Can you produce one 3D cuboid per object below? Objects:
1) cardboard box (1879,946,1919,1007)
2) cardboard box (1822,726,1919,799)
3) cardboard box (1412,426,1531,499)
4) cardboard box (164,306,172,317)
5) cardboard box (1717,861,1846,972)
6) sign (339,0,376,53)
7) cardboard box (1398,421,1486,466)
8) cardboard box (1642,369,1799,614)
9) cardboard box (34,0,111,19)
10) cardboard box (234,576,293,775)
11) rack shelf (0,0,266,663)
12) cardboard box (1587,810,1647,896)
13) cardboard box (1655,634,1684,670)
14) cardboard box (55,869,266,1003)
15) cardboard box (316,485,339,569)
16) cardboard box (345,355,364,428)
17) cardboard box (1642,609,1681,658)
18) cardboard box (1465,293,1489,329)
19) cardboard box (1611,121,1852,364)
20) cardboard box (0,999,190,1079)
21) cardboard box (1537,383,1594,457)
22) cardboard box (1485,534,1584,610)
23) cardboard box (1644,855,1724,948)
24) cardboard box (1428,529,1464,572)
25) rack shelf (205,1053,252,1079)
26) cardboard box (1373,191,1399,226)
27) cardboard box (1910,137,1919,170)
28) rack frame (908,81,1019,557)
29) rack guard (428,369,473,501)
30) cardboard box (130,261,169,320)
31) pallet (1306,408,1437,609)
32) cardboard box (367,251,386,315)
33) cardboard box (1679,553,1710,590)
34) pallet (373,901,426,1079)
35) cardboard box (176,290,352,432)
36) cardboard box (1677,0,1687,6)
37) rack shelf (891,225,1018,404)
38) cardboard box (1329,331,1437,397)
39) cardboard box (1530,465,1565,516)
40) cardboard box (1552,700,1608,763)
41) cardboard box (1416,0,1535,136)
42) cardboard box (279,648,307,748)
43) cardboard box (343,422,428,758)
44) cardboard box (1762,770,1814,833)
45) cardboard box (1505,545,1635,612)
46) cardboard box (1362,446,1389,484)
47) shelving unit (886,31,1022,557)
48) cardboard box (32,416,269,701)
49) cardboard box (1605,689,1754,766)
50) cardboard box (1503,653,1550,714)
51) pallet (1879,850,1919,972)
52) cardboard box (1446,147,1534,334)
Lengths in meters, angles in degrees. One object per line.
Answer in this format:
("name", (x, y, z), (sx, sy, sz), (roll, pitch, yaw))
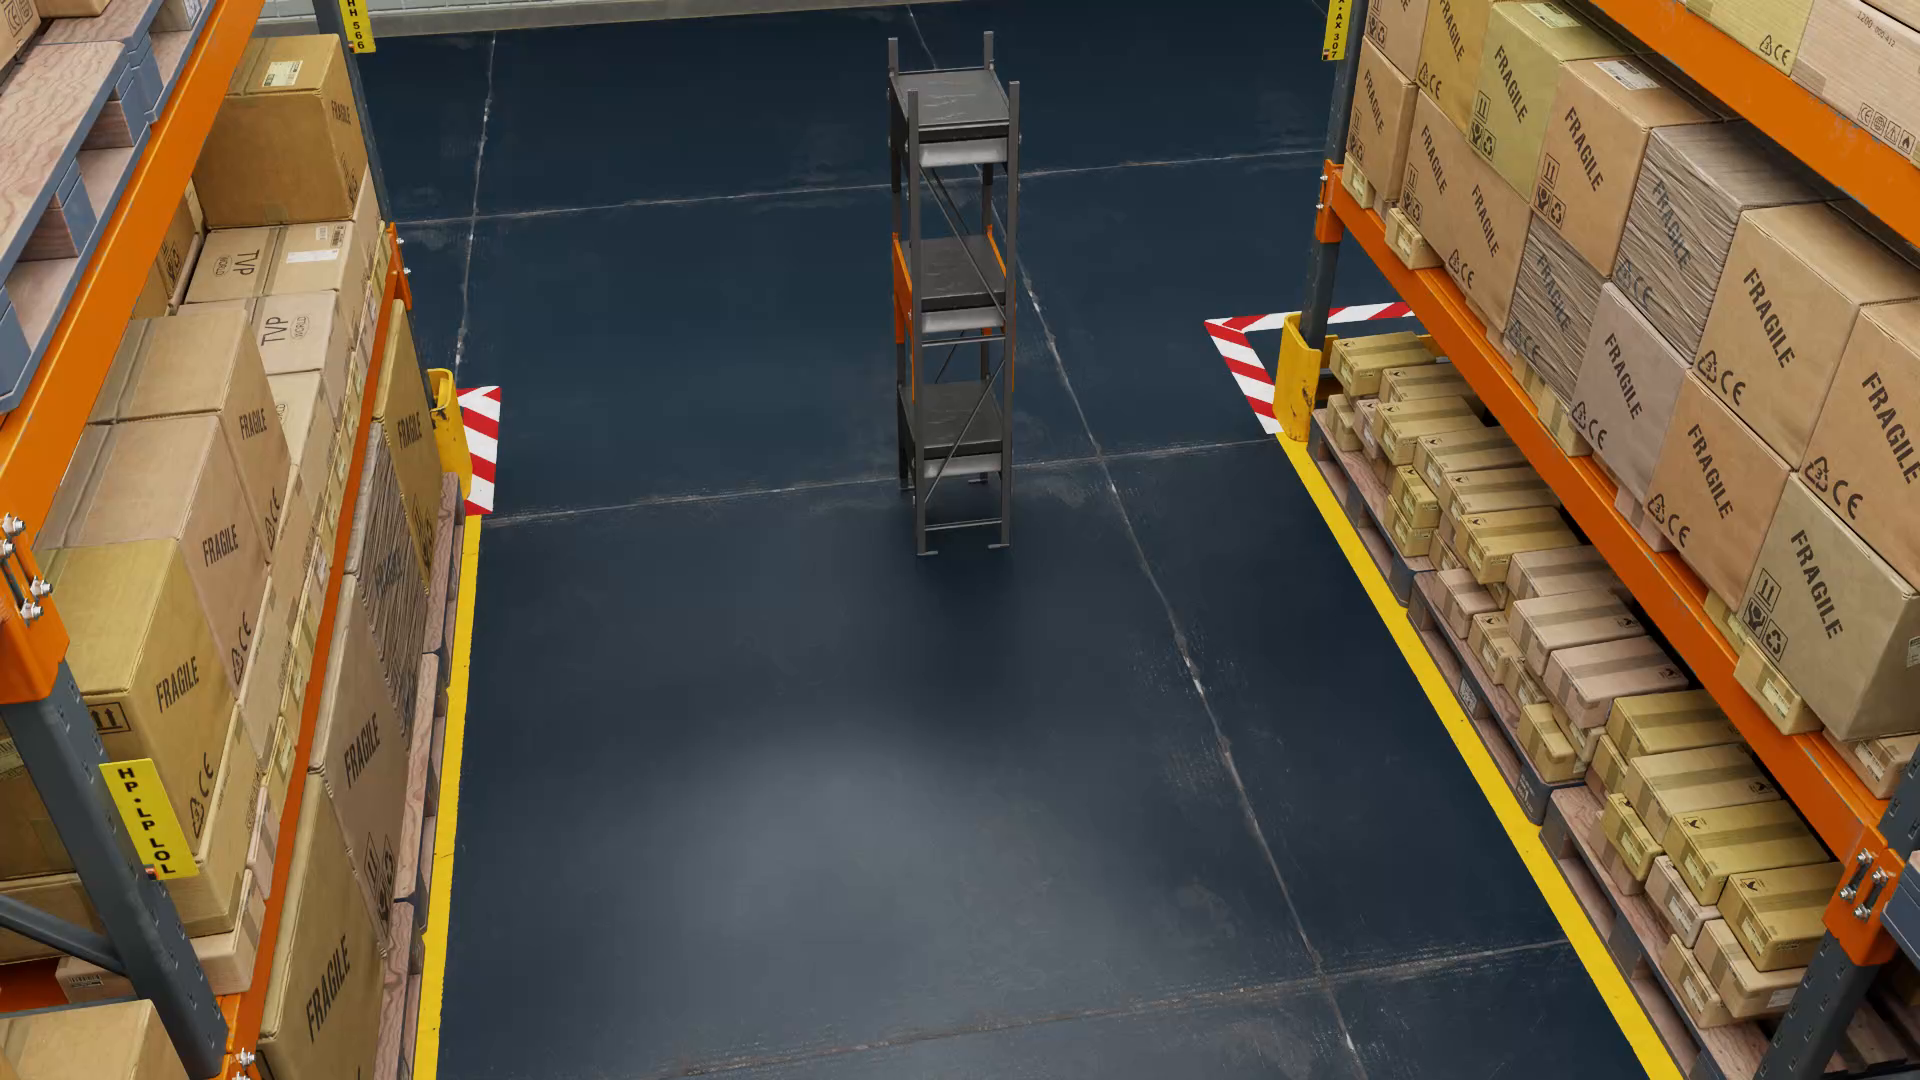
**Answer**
("cardboard box", (3.049, 1.269, 5.153), (0.380, 0.149, 0.250), (-8, 39, -10))
("cardboard box", (2.516, 0.516, 4.346), (0.380, 0.149, 0.250), (-7, 38, -8))
("cardboard box", (2.062, -0.314, 6.705), (0.380, 0.149, 0.250), (-8, 39, -10))
("cardboard box", (-2.805, -0.502, 5.331), (0.500, 0.250, 0.500), (-7, 38, -9))
("cardboard box", (2.478, 1.102, 4.883), (0.380, 0.149, 0.250), (-5, 38, -7))
("sign", (-2.269, -1.981, 6.218), (0.100, 0.325, 0.005), (-6, 38, -8))
("cardboard box", (2.057, -0.356, 7.002), (0.380, 0.149, 0.250), (-6, 38, -7))
("cardboard box", (2.343, -0.169, 4.698), (0.500, 0.500, 0.500), (-7, 38, -9))
("cardboard box", (-2.343, -1.516, 3.806), (0.700, 0.500, 0.500), (-5, 38, -6))
("cardboard box", (-2.011, 0.365, 4.215), (0.500, 0.250, 0.500), (-6, 38, -8))
("rack shelf", (-2.455, -1.072, 4.327), (1.077, 0.370, 4.000), (-6, 38, -8))
("cardboard box", (2.319, 1.005, 5.493), (0.380, 0.149, 0.250), (-7, 38, -9))
("cardboard box", (2.785, 0.375, 6.061), (0.380, 0.149, 0.250), (-7, 38, -8))
("cardboard box", (-1.829, 0.921, 3.824), (0.380, 0.149, 0.250), (-6, 38, -8))
("cardboard box", (-2.104, -0.020, 5.036), (0.380, 0.149, 0.250), (-7, 38, -9))
("cardboard box", (-2.239, -0.484, 5.633), (0.380, 0.149, 0.250), (-7, 38, -9))
("cardboard box", (2.696, 0.265, 5.961), (0.380, 0.149, 0.250), (-8, 39, -10))
("cardboard box", (2.113, -0.896, 6.164), (0.380, 0.149, 0.250), (-7, 38, -8))
("cardboard box", (2.276, -0.865, 4.780), (0.500, 0.500, 0.500), (-5, 38, -7))
("cardboard box", (-1.754, 1.250, 3.115), (0.500, 0.500, 0.500), (-6, 38, -8))
("cardboard box", (2.171, -0.421, 5.552), (0.380, 0.149, 0.250), (-6, 38, -7))
("cardboard box", (2.223, 0.120, 6.389), (0.380, 0.149, 0.250), (-4, 38, -6))
("cardboard box", (2.368, 1.088, 5.143), (0.380, 0.149, 0.250), (-8, 39, -10))
("cardboard box", (2.124, 0.067, 6.700), (0.380, 0.149, 0.250), (-6, 38, -8))
("rack shelf", (-1.754, 2.528, 2.137), (1.077, 0.370, 4.000), (-6, 38, -8))
("cardboard box", (1.914, -1.373, 6.777), (0.380, 0.149, 0.250), (-5, 38, -6))
("cardboard box", (2.444, -0.829, 3.549), (0.500, 0.250, 0.500), (-5, 38, -7))
("rack frame", (0.014, -0.782, 6.545), (0.400, 2.100, 0.015), (-6, 38, -8))
("rack guard", (-2.810, -0.407, 7.367), (1.175, 0.500, 0.348), (-6, 38, -8))
("cardboard box", (-2.803, -0.801, 5.105), (0.500, 0.500, 0.500), (-7, 38, -9))
("pallet", (2.216, -0.211, 7.349), (1.003, 0.211, 1.213), (-6, 38, -8))
("cardboard box", (-2.372, -0.944, 6.225), (0.380, 0.149, 0.250), (-6, 38, -7))
("cardboard box", (2.398, 0.041, 4.957), (0.380, 0.149, 0.250), (-7, 38, -9))
("pallet", (-2.161, 1.670, 4.929), (1.003, 0.211, 1.213), (-6, 38, -8))
("cardboard box", (-2.282, -0.560, 5.406), (0.500, 0.250, 0.500), (-7, 38, -9))
("cardboard box", (2.193, -1.738, 4.719), (0.500, 0.250, 0.500), (-6, 38, -8))
("rack shelf", (-0.029, -0.918, 6.743), (0.431, 0.518, 0.480), (-6, 38, -8))
("cardboard box", (1.852, -0.774, 7.298), (0.380, 0.149, 0.250), (-8, 39, -10))
("cardboard box", (2.507, -0.235, 6.846), (0.380, 0.149, 0.250), (-7, 38, -8))
("cardboard box", (2.293, 0.614, 5.753), (0.380, 0.149, 0.250), (-5, 38, -7))
("cardboard box", (2.007, -1.800, 5.983), (0.500, 0.500, 0.500), (-5, 38, -7))
("cardboard box", (-1.970, 0.445, 4.438), (0.380, 0.149, 0.250), (-7, 38, -9))
("cardboard box", (-2.455, 0.221, 5.910), (0.875, 0.875, 0.875), (-6, 38, -8))
("cardboard box", (2.837, 0.866, 5.429), (0.380, 0.149, 0.250), (-6, 38, -8))
("cardboard box", (2.241, 0.160, 6.095), (0.380, 0.149, 0.250), (-6, 38, -8))
("cardboard box", (1.998, -0.392, 7.291), (0.380, 0.149, 0.250), (-6, 38, -8))
("shelving unit", (-0.029, -0.929, 6.735), (0.431, 2.100, 0.503), (-6, 38, -8))
("cardboard box", (-2.016, 0.067, 3.988), (0.500, 0.500, 0.500), (-6, 38, -8))
("cardboard box", (2.374, 0.637, 5.481), (0.380, 0.149, 0.250), (-5, 38, -6))
("cardboard box", (2.231, 0.534, 6.100), (0.380, 0.149, 0.250), (-6, 38, -7))
("pallet", (2.787, 1.117, 3.524), (1.003, 0.211, 1.213), (-6, 38, -8))
("cardboard box", (2.094, -1.091, 5.885), (0.500, 0.500, 0.500), (-6, 38, -7))
